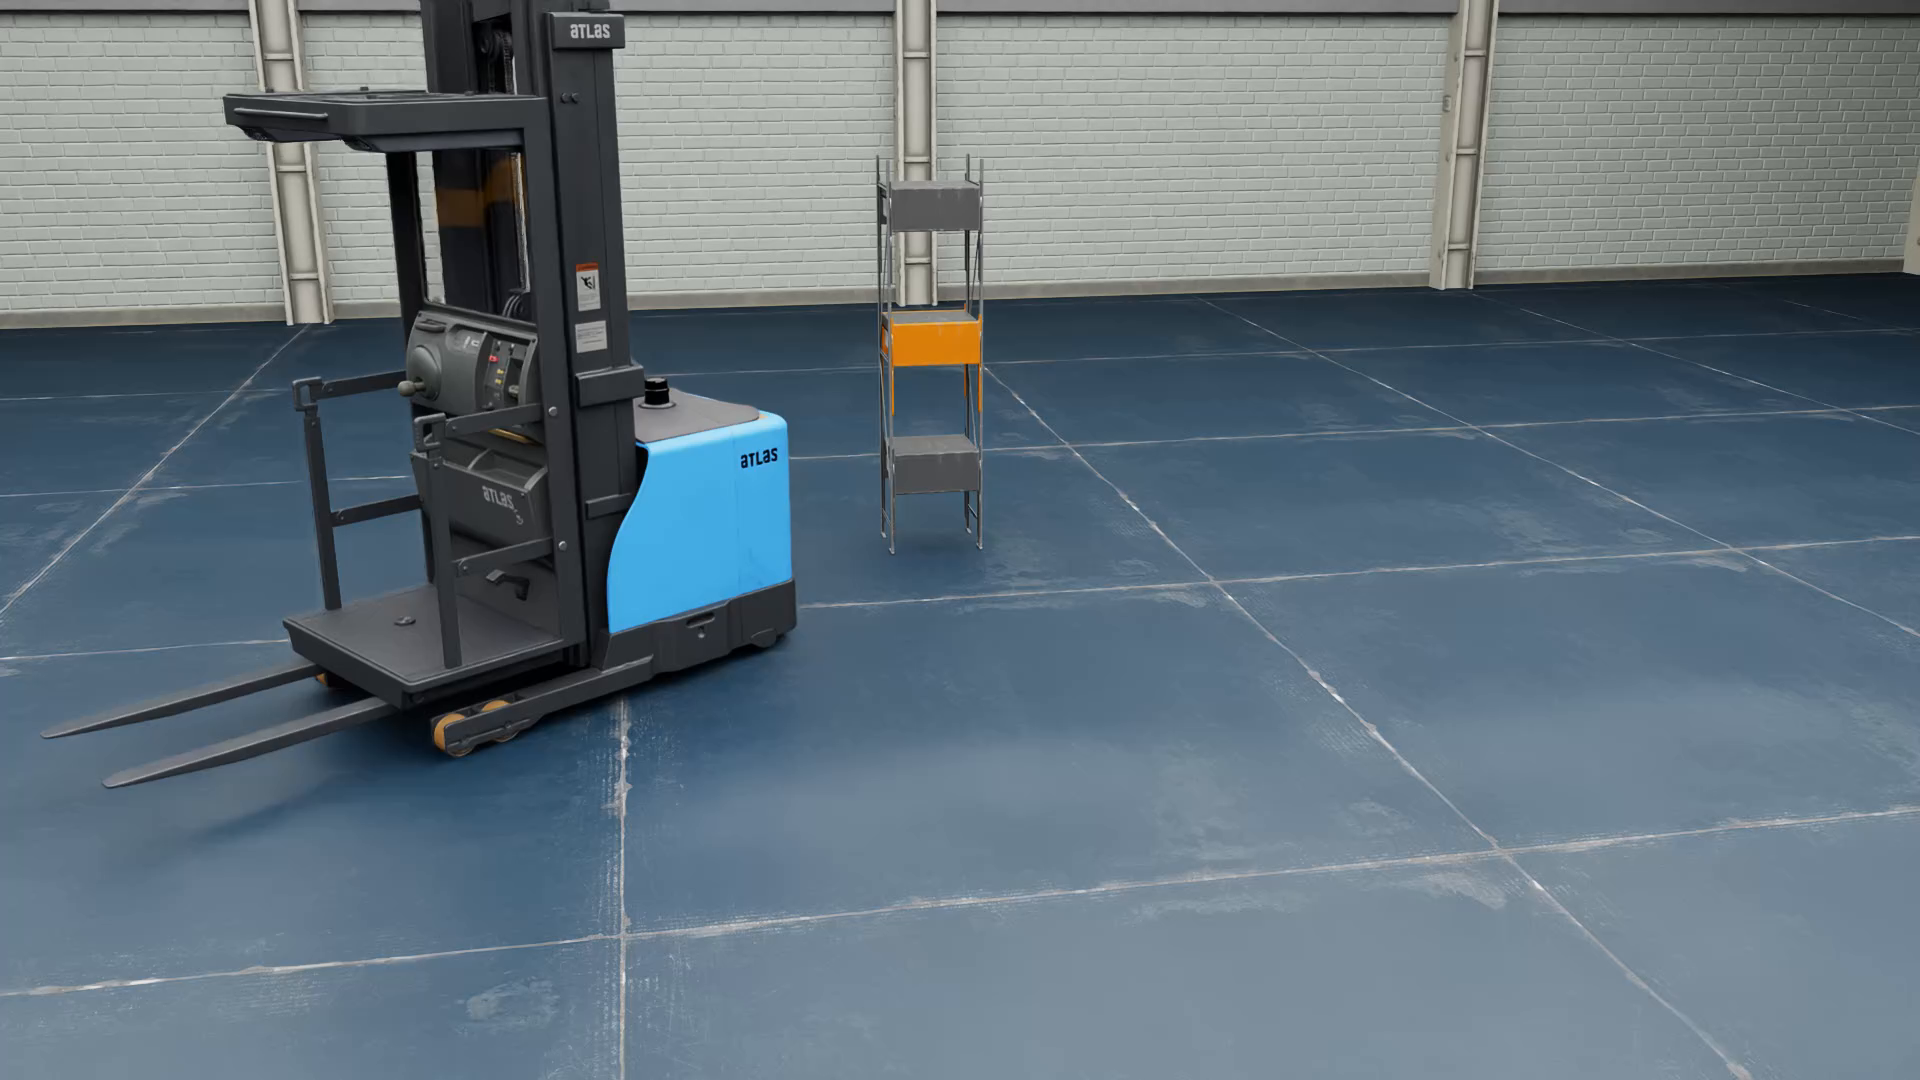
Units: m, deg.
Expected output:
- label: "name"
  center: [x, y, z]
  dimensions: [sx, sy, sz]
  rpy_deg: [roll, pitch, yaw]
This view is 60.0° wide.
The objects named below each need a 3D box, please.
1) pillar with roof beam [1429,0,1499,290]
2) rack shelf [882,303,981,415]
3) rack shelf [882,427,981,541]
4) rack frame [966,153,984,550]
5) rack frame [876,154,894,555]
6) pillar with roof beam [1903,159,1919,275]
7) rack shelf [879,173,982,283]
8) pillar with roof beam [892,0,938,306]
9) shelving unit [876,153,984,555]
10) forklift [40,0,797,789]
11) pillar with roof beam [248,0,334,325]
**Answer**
- label: "pillar with roof beam"
  center: [6.253, -5.863, 13.075]
  dimensions: [0.400, 9.000, 9.100]
  rpy_deg: [-3, 17, -10]
- label: "rack shelf"
  center: [-0.163, -0.981, 8.978]
  dimensions: [0.480, 0.518, 0.431]
  rpy_deg: [-3, 17, -10]
- label: "rack shelf"
  center: [-0.163, -0.312, 9.183]
  dimensions: [0.480, 0.518, 0.431]
  rpy_deg: [-3, 17, -10]
- label: "rack frame"
  center: [0.077, -1.008, 9.018]
  dimensions: [0.015, 2.100, 0.400]
  rpy_deg: [-3, 17, -10]
- label: "rack frame"
  center: [-0.402, -0.981, 8.929]
  dimensions: [0.015, 2.100, 0.400]
  rpy_deg: [-3, 17, -10]
- label: "pillar with roof beam"
  center: [12.144, -6.197, 14.163]
  dimensions: [0.400, 9.000, 9.100]
  rpy_deg: [-3, 17, -10]
- label: "rack shelf"
  center: [-0.163, -1.651, 8.772]
  dimensions: [0.480, 0.518, 0.431]
  rpy_deg: [-3, 17, -10]
- label: "pillar with roof beam"
  center: [0.362, -5.529, 11.987]
  dimensions: [0.400, 9.000, 9.100]
  rpy_deg: [-3, 17, -10]
- label: "shelving unit"
  center: [-0.163, -0.995, 8.973]
  dimensions: [0.503, 2.100, 0.431]
  rpy_deg: [-3, 17, -10]
- label: "forklift"
  center: [-2.146, -0.718, 6.659]
  dimensions: [1.130, 2.935, 3.031]
  rpy_deg: [16, 23, 41]
- label: "pillar with roof beam"
  center: [-5.529, -5.195, 10.899]
  dimensions: [0.400, 9.000, 9.100]
  rpy_deg: [-3, 17, -10]
